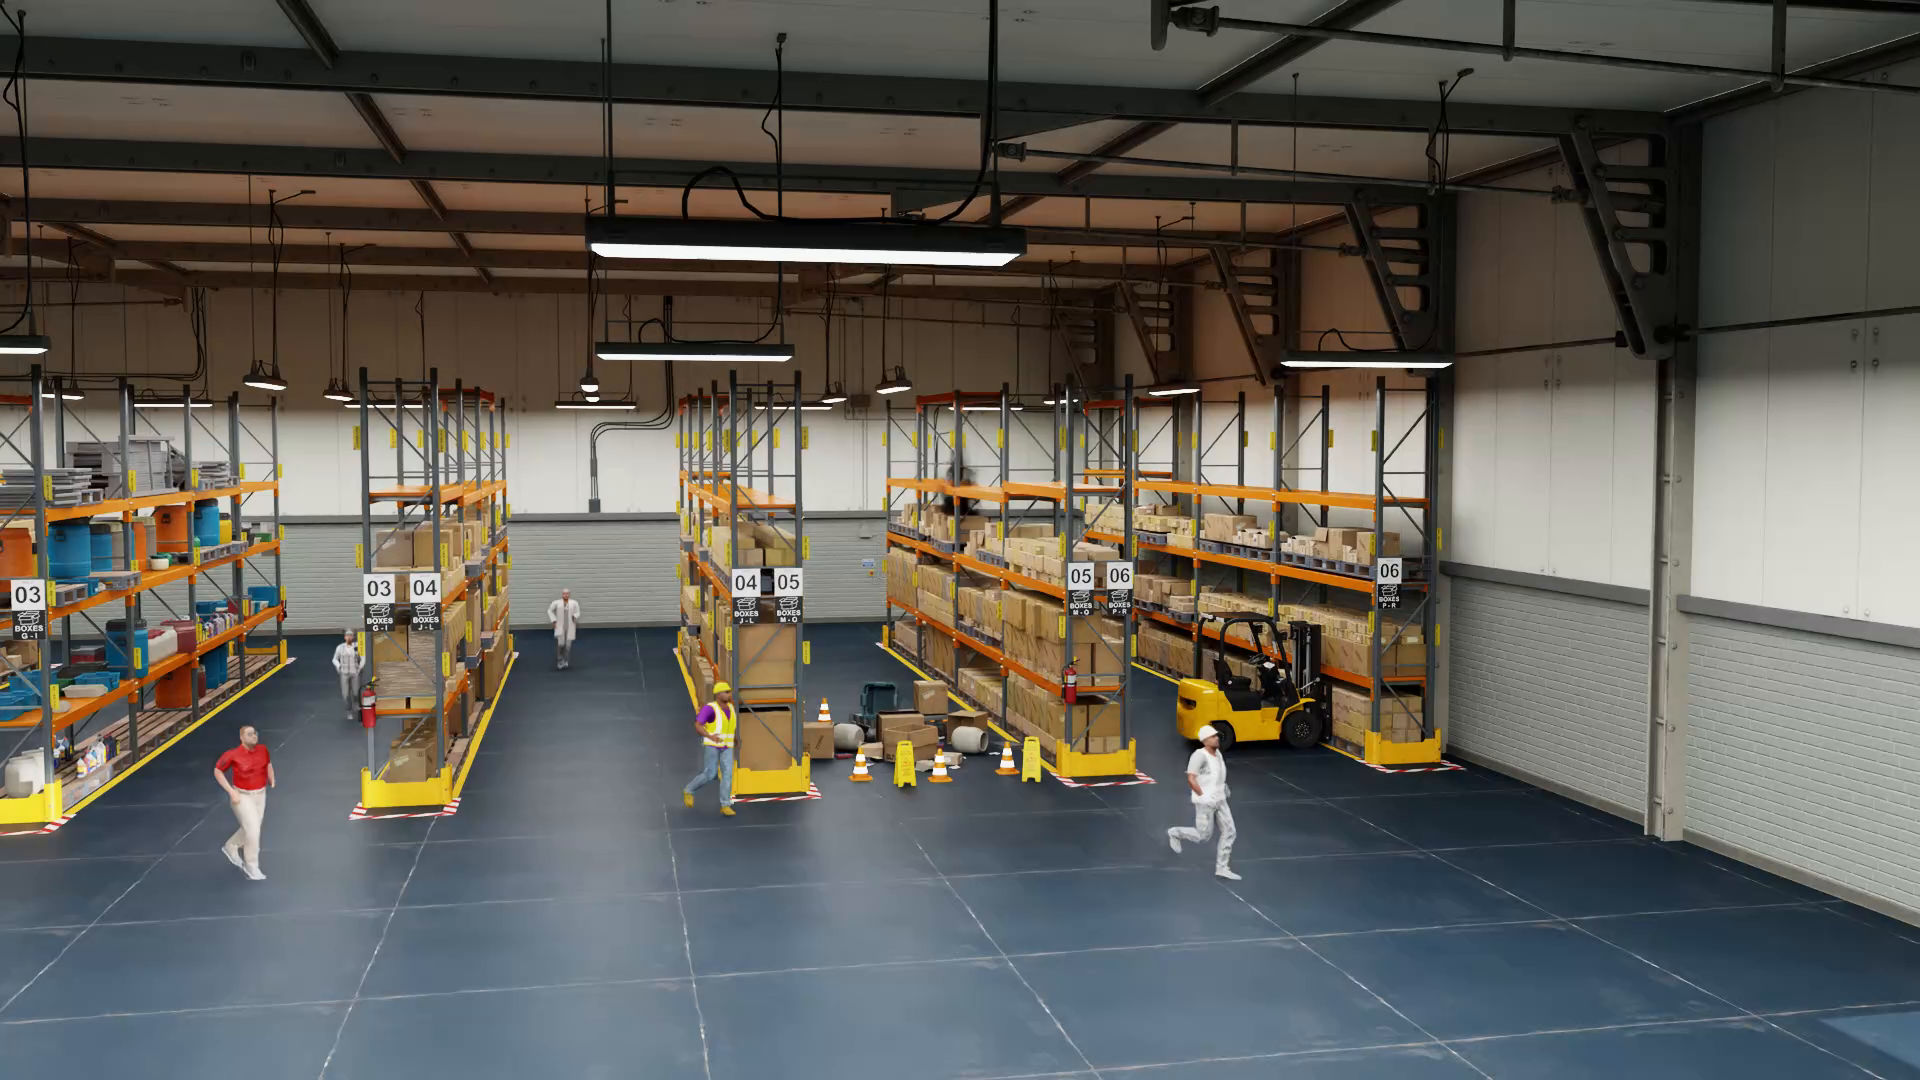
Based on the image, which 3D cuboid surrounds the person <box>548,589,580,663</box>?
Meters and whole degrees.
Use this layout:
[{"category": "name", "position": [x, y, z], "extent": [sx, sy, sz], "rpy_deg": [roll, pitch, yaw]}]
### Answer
[{"category": "person", "position": [-8.654, 1.906, 36.442], "extent": [0.679, 1.673, 0.725], "rpy_deg": [-1, 4, -20]}]

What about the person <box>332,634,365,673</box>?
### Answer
[{"category": "person", "position": [-10.978, 2.012, 29.908], "extent": [0.612, 0.785, 0.329], "rpy_deg": [-1, 4, -14]}]

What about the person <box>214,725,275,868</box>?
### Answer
[{"category": "person", "position": [-12.831, 2.087, 20.109], "extent": [9.768, 3.206, 3.018], "rpy_deg": [2, 4, 26]}]

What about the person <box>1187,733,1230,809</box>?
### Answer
[{"category": "person", "position": [2.860, 2.613, 19.166], "extent": [0.416, 0.886, 0.676], "rpy_deg": [3, 4, 41]}]

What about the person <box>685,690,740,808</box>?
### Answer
[{"category": "person", "position": [-3.271, 2.776, 22.473], "extent": [0.764, 1.629, 0.764], "rpy_deg": [3, 5, 42]}]
